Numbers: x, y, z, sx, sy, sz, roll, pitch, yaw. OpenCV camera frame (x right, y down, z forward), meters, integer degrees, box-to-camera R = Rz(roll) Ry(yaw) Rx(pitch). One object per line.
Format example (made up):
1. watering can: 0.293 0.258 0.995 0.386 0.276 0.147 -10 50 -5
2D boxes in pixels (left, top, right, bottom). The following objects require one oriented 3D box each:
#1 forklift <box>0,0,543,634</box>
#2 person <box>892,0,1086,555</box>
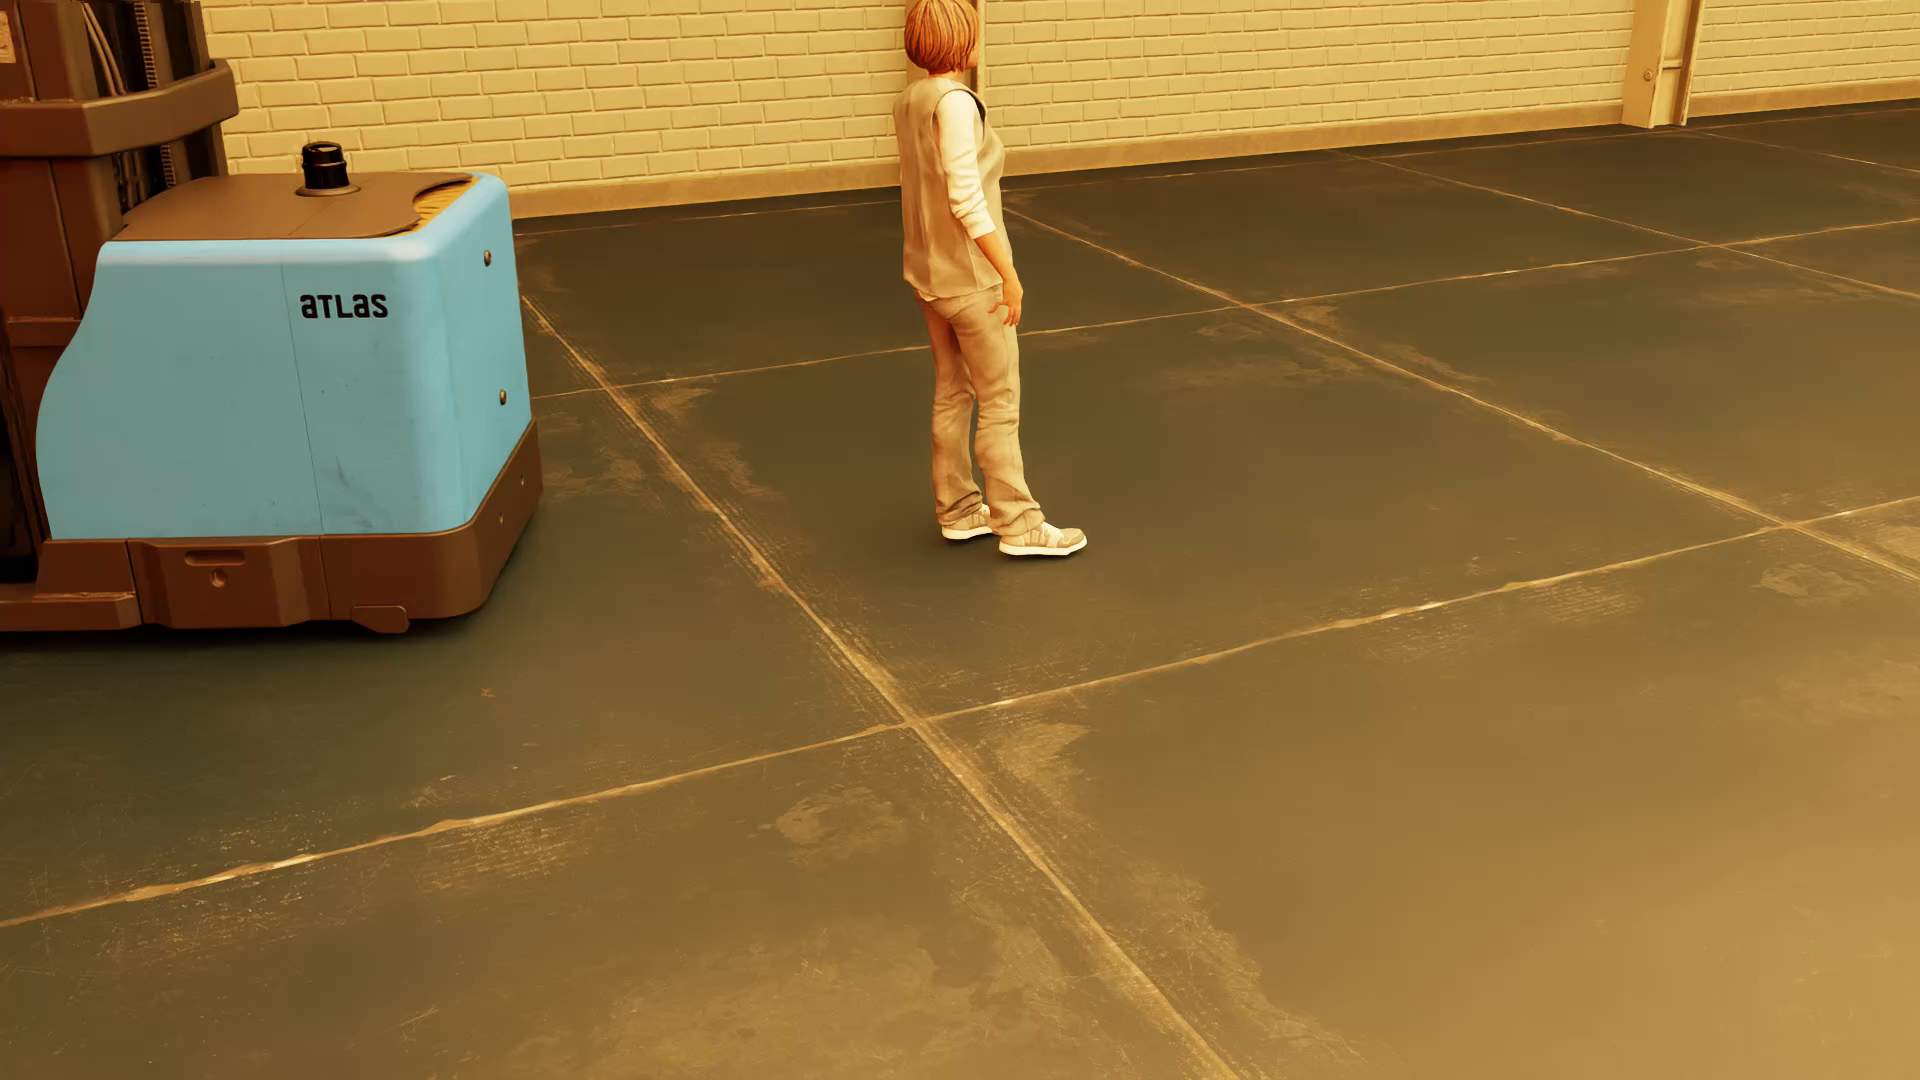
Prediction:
1. forklift: -2.822 -1.255 4.307 3.031 2.935 1.130 -1 23 -2
2. person: 0.073 -0.751 4.814 0.475 1.597 0.520 -10 25 -23
